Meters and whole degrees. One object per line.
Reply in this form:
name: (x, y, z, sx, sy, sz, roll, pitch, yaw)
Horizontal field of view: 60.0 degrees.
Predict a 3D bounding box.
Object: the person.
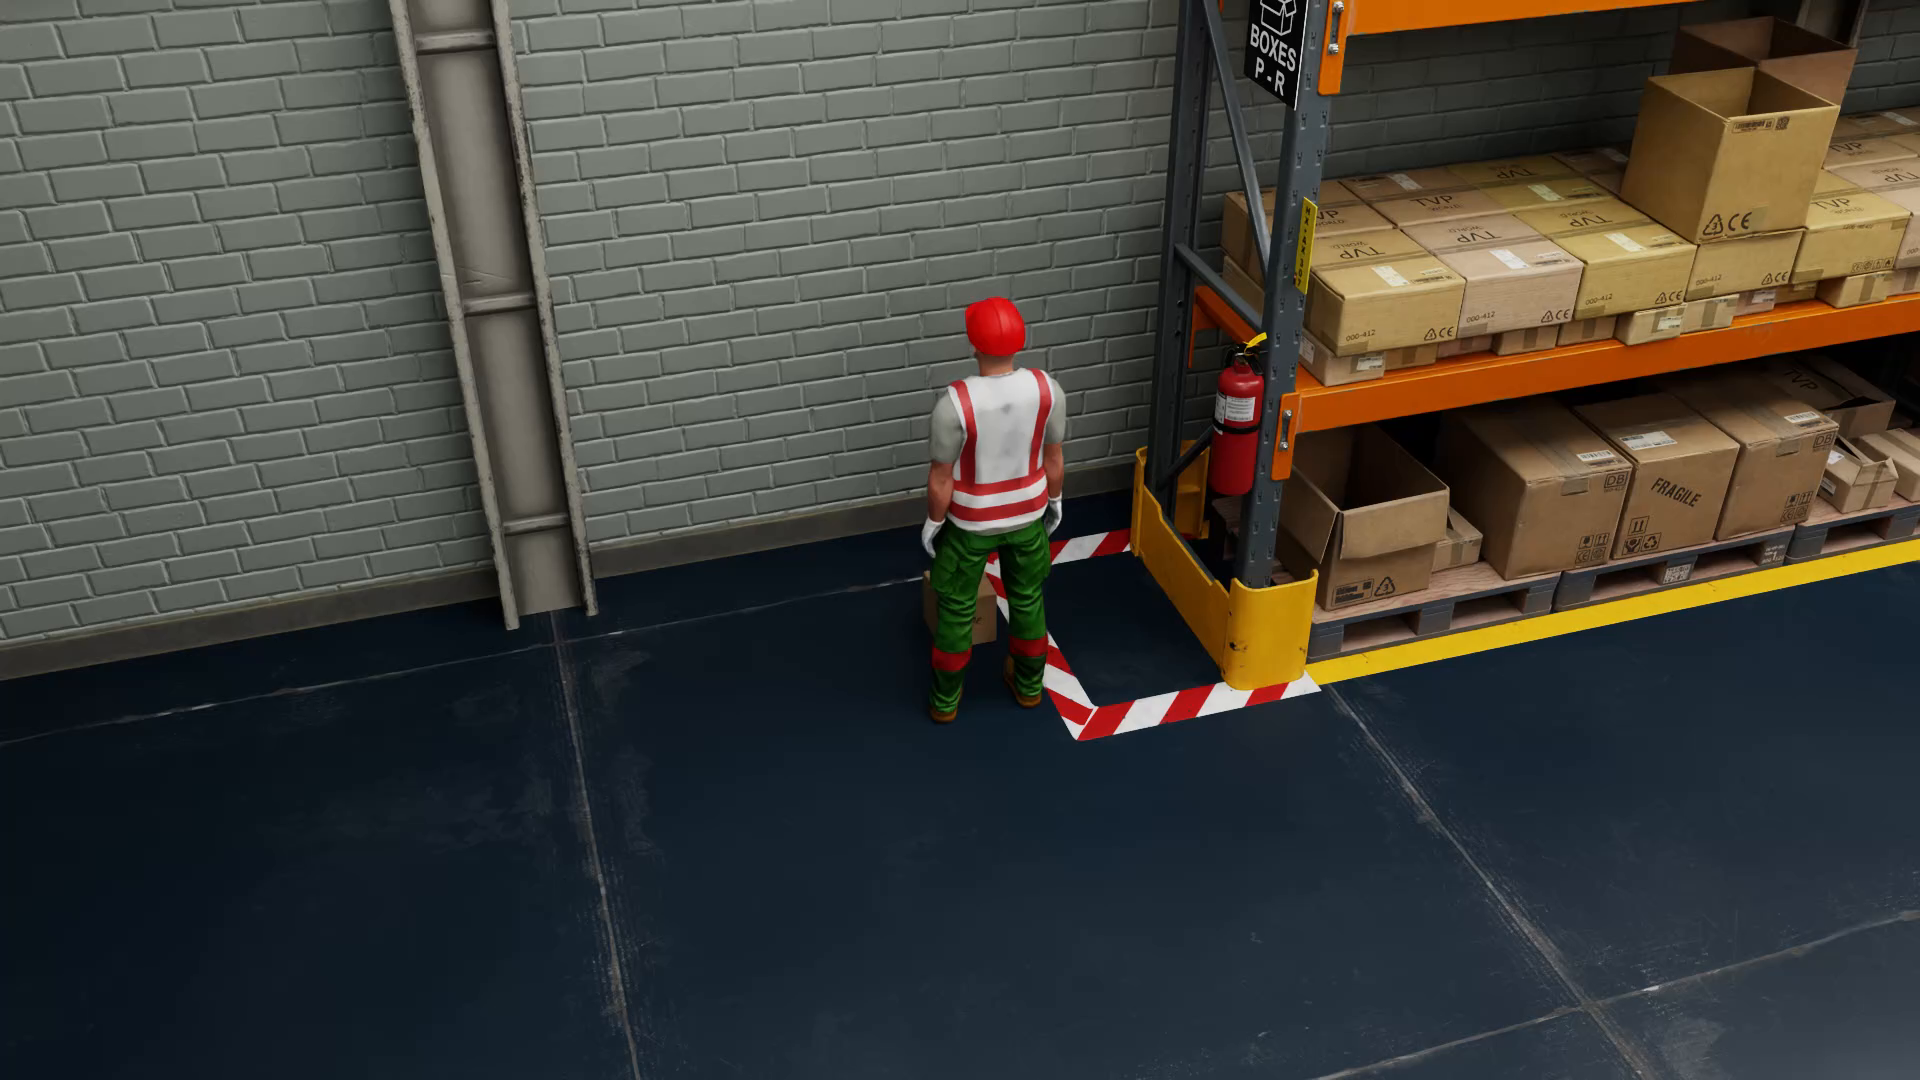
person: (0.126, -0.109, 6.273, 0.546, 1.790, 0.365, -8, 35, -12)
